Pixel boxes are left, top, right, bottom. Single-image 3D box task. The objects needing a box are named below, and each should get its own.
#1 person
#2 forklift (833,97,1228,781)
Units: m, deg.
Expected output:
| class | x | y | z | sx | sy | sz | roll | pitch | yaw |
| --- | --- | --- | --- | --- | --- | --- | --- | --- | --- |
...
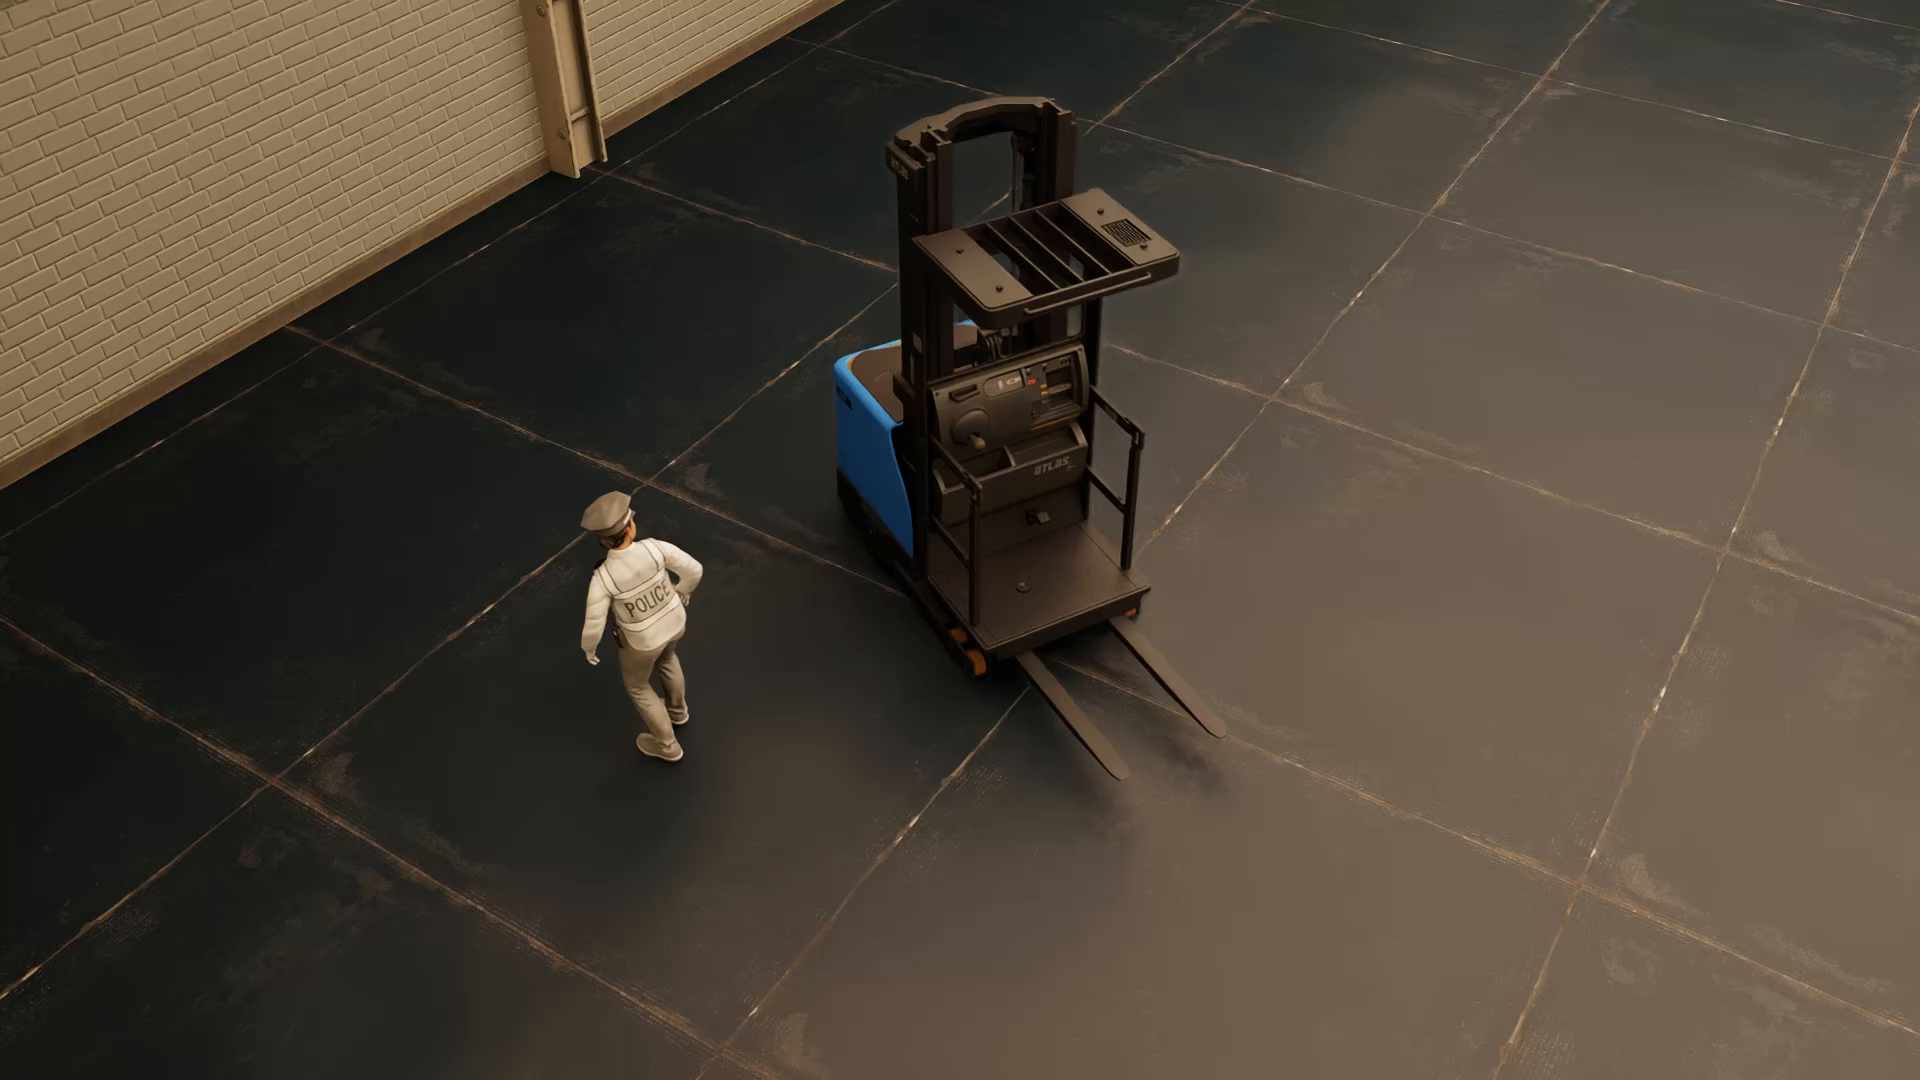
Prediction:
| class | x | y | z | sx | sy | sz | roll | pitch | yaw |
| --- | --- | --- | --- | --- | --- | --- | --- | --- | --- |
| person | -1.646 | 0.445 | 8.436 | 0.467 | 1.653 | 0.687 | 31 | 49 | 31 |
| forklift | 0.382 | -0.687 | 8.777 | 1.130 | 2.935 | 3.031 | -19 | 44 | -21 |
